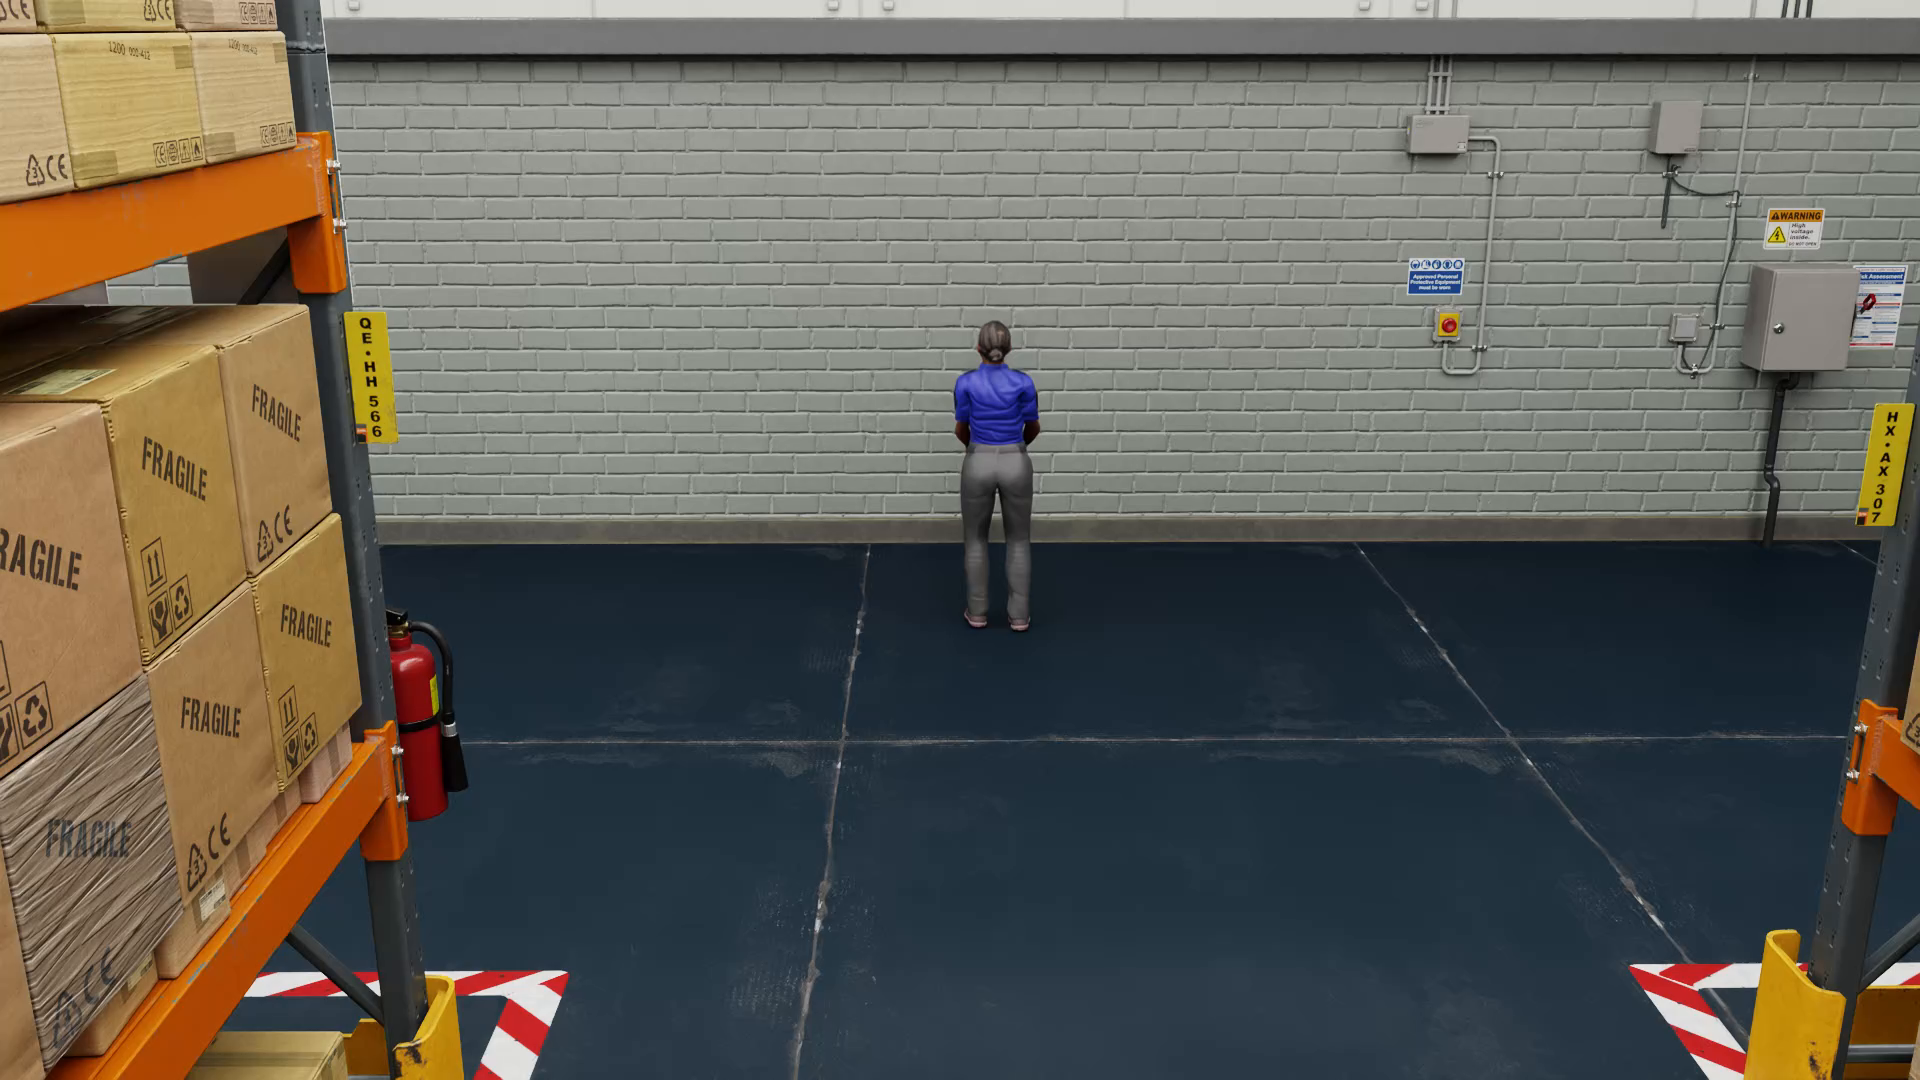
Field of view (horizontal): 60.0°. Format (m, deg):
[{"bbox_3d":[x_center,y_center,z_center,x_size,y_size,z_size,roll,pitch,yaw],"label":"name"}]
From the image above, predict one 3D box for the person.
[{"bbox_3d":[0.192,-0.351,8.702,0.451,1.650,0.512,0,17,0],"label":"person"}]
